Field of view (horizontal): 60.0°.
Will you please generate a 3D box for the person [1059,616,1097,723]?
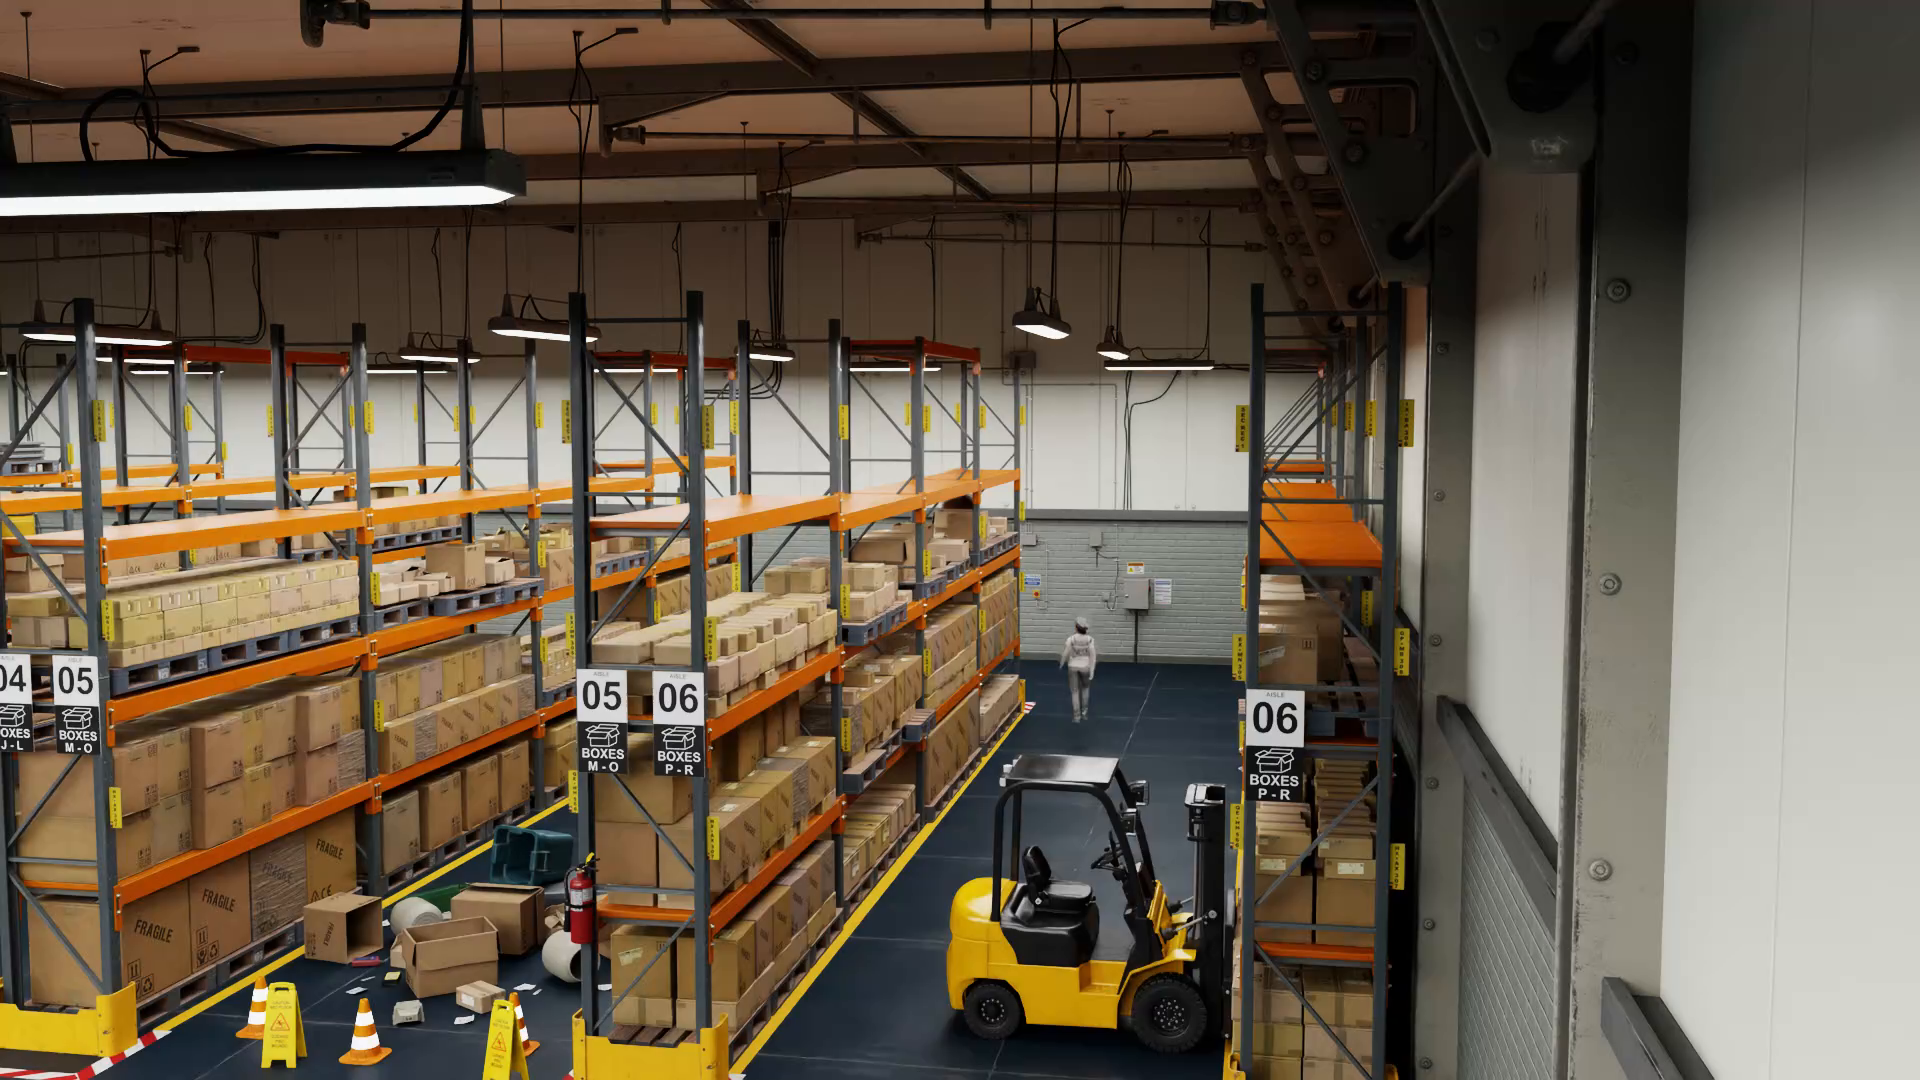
[{"bbox_3d":[1.868,2.053,26.323,0.583,1.706,0.673,0,5,2],"label":"person"}]
